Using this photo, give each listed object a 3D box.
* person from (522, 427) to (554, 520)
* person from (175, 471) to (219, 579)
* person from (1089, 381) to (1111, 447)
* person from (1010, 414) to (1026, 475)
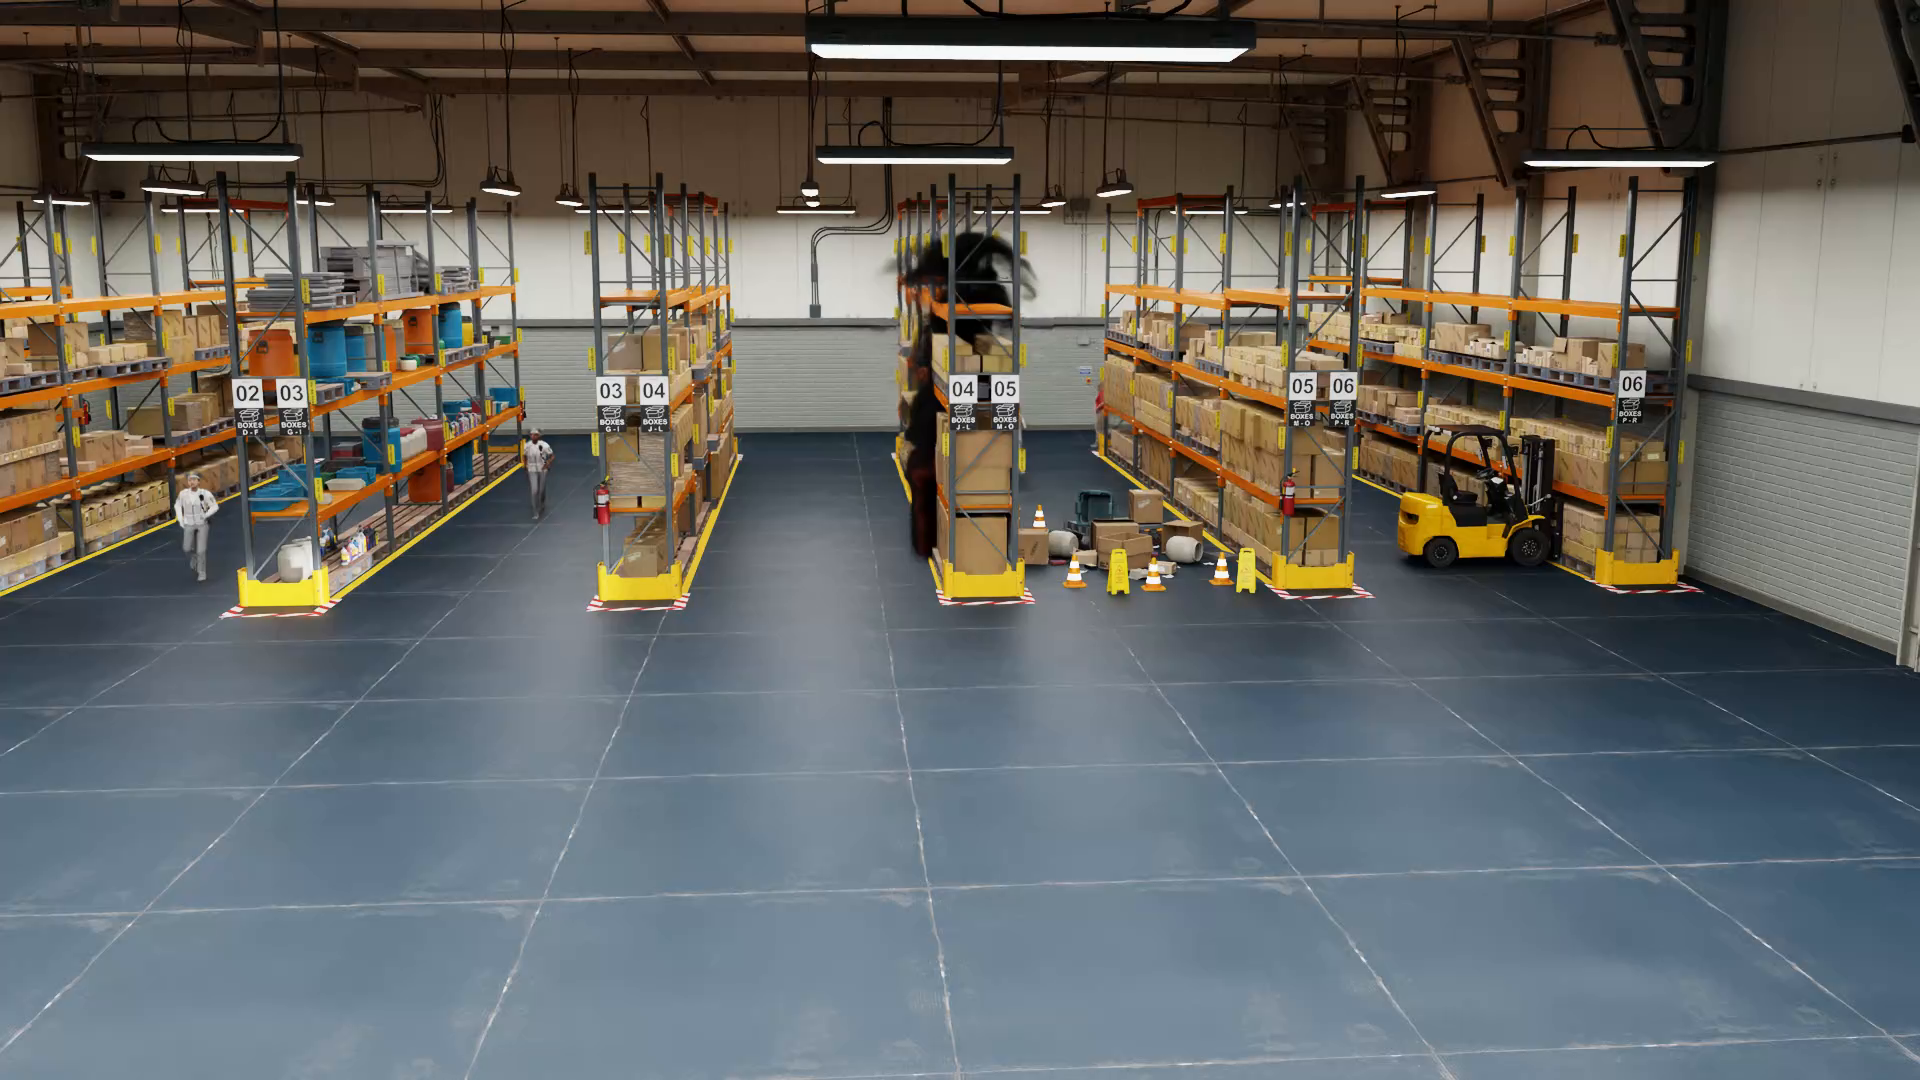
[{"bbox_3d":[-7.869,-1.265,31.082,0.596,1.736,0.747,-1,10,-6],"label":"person"},{"bbox_3d":[-11.606,-0.228,25.255,0.622,1.667,0.558,-2,10,-11],"label":"person"},{"bbox_3d":[3.596,-3.118,41.534,0.880,1.689,0.712,4,11,21],"label":"person"},{"bbox_3d":[1.193,-2.173,36.408,0.551,1.606,0.886,-1,10,-7],"label":"person"}]
